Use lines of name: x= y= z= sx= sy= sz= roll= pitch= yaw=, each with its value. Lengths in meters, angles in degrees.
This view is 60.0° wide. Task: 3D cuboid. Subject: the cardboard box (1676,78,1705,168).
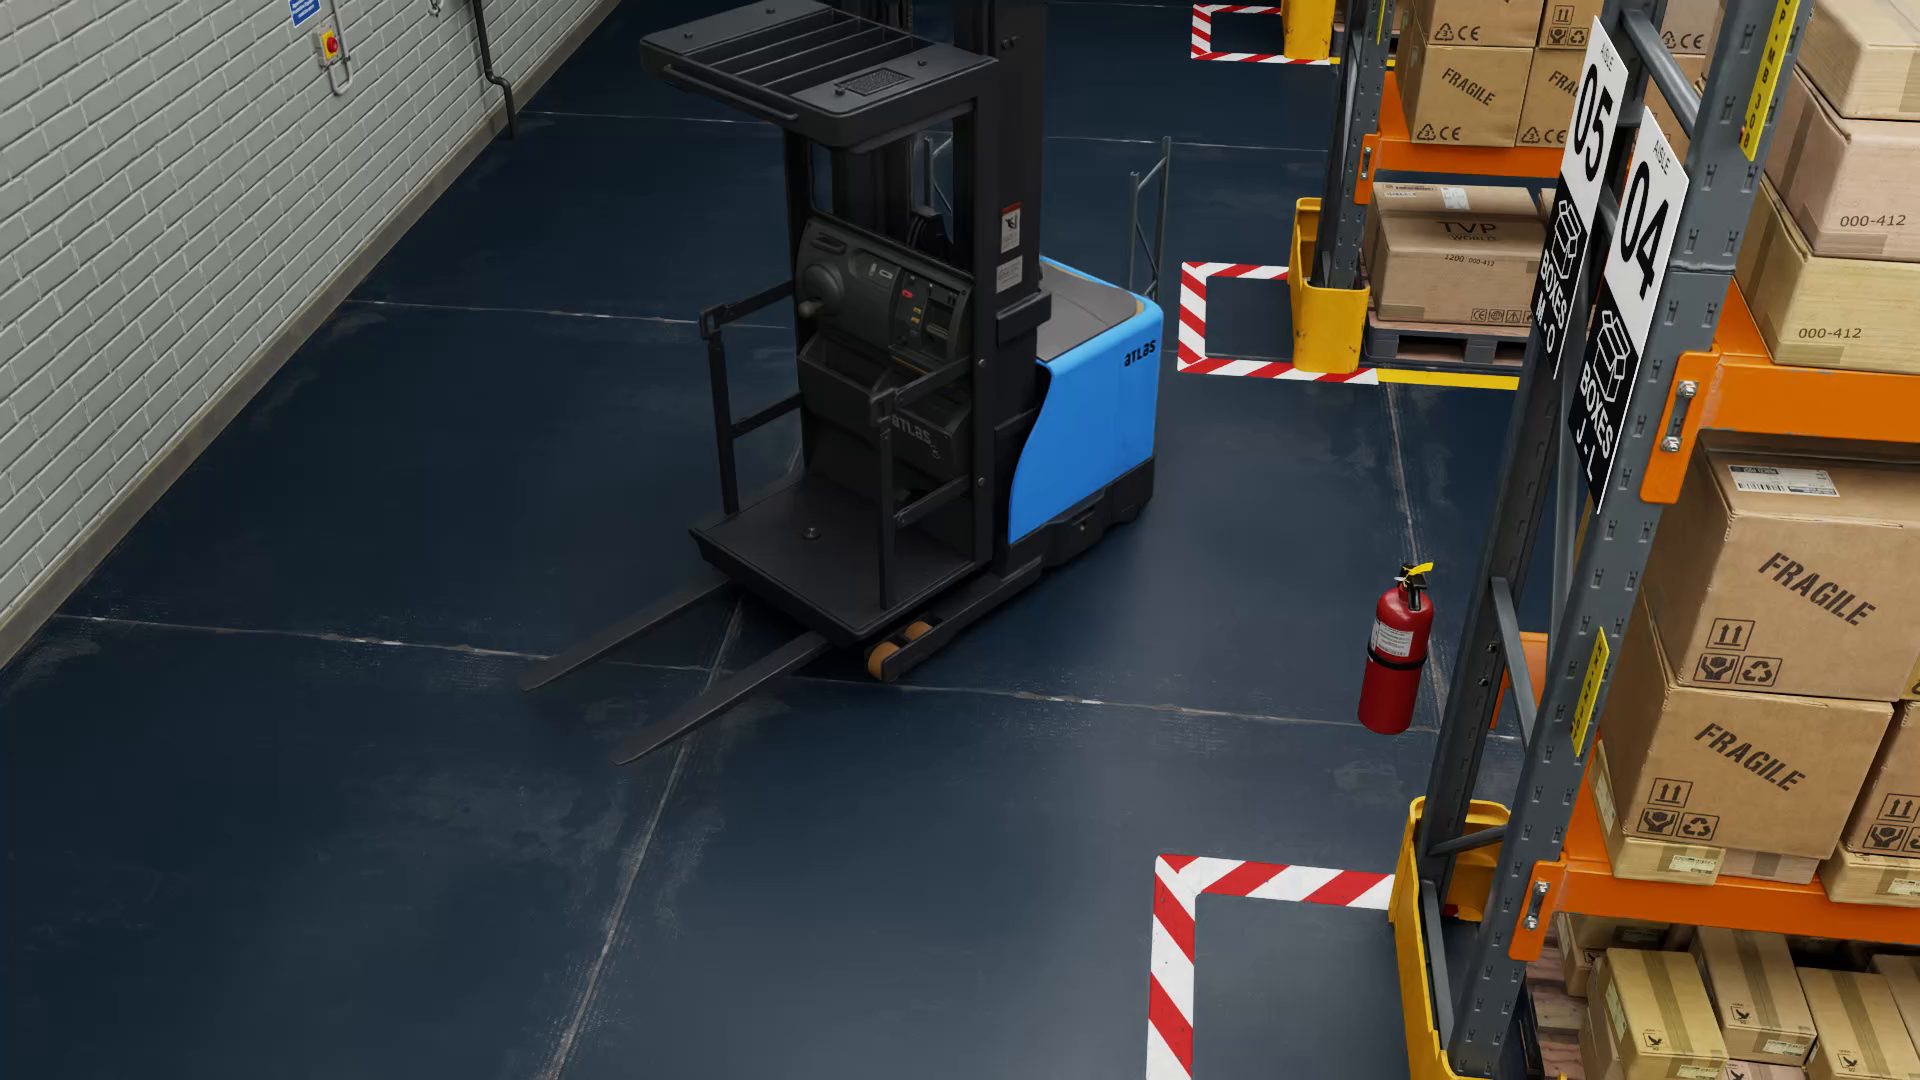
cardboard box: x=2.036 y=-0.880 z=3.948 sx=0.500 sy=0.250 sz=0.500 roll=4 pitch=36 yaw=5

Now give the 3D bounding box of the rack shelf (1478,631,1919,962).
rack shelf: x=3.535 y=0.839 z=4.611 sx=4.000 sy=0.370 sz=1.077 roll=4 pitch=36 yaw=6

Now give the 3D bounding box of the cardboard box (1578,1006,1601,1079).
cardboard box: x=2.030 y=1.611 z=5.003 sx=0.250 sy=0.149 sz=0.380 roll=5 pitch=36 yaw=7

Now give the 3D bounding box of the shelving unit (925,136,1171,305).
shelving unit: x=0.415 y=-1.281 z=8.253 sx=1.048 sy=1.500 sz=0.538 roll=15 pitch=38 yaw=20

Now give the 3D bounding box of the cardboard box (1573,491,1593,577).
cardboard box: x=2.030 y=0.122 z=4.655 sx=0.500 sy=0.500 sz=0.500 roll=5 pitch=36 yaw=7

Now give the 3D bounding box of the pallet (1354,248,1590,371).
pallet: x=2.884 y=-1.312 z=9.406 sx=1.213 sy=0.211 sz=1.003 roll=4 pitch=36 yaw=6

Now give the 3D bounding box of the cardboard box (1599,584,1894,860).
cardboard box: x=1.961 y=0.429 z=4.224 sx=0.500 sy=0.500 sz=0.500 roll=6 pitch=36 yaw=8

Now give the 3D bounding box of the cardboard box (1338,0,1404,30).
cardboard box: x=3.304 y=-4.376 z=13.087 sx=0.637 sy=0.503 sz=0.797 roll=3 pitch=36 yaw=4

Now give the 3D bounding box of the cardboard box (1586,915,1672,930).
cardboard box: x=2.108 y=1.039 z=5.292 sx=0.250 sy=0.149 sz=0.380 roll=5 pitch=36 yaw=7

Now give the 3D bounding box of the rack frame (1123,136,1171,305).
rack frame: x=0.878 y=-1.159 z=8.082 sx=0.032 sy=1.500 sz=0.500 roll=15 pitch=38 yaw=20

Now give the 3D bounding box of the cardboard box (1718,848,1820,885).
cardboard box: x=2.088 y=0.709 z=4.391 sx=0.250 sy=0.149 sz=0.380 roll=5 pitch=36 yaw=8

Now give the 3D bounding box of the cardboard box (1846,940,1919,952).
cardboard box: x=2.872 y=1.092 z=5.218 sx=0.250 sy=0.149 sz=0.380 roll=3 pitch=36 yaw=4

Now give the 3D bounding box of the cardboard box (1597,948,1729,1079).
cardboard box: x=2.027 y=1.381 z=4.814 sx=0.250 sy=0.149 sz=0.380 roll=3 pitch=36 yaw=4

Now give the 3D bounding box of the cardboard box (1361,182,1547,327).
cardboard box: x=2.749 y=-1.598 z=9.251 sx=0.875 sy=0.438 sz=0.875 roll=3 pitch=36 yaw=4

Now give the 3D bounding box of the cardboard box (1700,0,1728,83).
cardboard box: x=2.040 y=-1.077 z=3.794 sx=0.500 sy=0.250 sz=0.500 roll=3 pitch=36 yaw=4

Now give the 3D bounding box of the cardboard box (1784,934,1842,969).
cardboard box: x=2.627 y=1.179 z=5.352 sx=0.250 sy=0.149 sz=0.380 roll=3 pitch=36 yaw=4

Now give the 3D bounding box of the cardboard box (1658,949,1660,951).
cardboard box: x=2.368 y=1.268 z=5.484 sx=0.250 sy=0.149 sz=0.380 roll=5 pitch=36 yaw=7

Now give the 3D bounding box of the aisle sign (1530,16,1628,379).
aisle sign: x=1.517 y=-0.838 z=4.104 sx=0.004 sy=0.787 sz=0.394 roll=4 pitch=36 yaw=6

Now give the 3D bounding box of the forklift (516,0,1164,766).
forklift: x=-0.465 y=-0.939 z=6.542 sx=1.130 sy=2.935 sz=3.031 roll=29 pitch=45 yaw=34

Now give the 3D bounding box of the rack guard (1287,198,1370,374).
rack guard: x=2.057 y=-1.445 z=9.345 sx=0.348 sy=0.500 sz=1.175 roll=4 pitch=36 yaw=6

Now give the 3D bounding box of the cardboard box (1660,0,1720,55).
cardboard box: x=3.546 y=-2.641 z=7.922 sx=0.500 sy=0.500 sz=0.500 roll=4 pitch=36 yaw=6

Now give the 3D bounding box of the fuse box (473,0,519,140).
fuse box: x=-3.102 y=-3.540 z=11.237 sx=0.414 sy=1.711 sz=0.539 roll=4 pitch=36 yaw=6

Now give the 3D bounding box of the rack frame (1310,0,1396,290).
rack frame: x=2.081 y=-2.461 z=8.616 sx=0.127 sy=3.000 sz=1.000 roll=4 pitch=36 yaw=6

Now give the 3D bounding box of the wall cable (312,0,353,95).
wall cable: x=-3.514 y=-3.291 z=8.878 sx=0.123 sy=1.953 sz=0.585 roll=4 pitch=36 yaw=6

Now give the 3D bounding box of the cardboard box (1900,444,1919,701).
cardboard box: x=2.464 y=0.050 z=3.895 sx=0.500 sy=0.500 sz=0.500 roll=5 pitch=36 yaw=7

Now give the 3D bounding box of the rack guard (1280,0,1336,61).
rack guard: x=2.785 y=-4.298 z=13.342 sx=0.348 sy=0.500 sz=1.175 roll=4 pitch=36 yaw=6

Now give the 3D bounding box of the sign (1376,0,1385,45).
sign: x=2.005 y=-2.526 z=7.894 sx=0.005 sy=0.325 sz=0.100 roll=4 pitch=36 yaw=6

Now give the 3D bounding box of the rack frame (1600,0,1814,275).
rack frame: x=1.551 y=-2.043 z=2.867 sx=0.127 sy=3.000 sz=1.000 roll=4 pitch=36 yaw=6

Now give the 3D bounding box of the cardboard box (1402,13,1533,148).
cardboard box: x=2.521 y=-2.301 z=8.305 sx=0.500 sy=0.500 sz=0.500 roll=4 pitch=36 yaw=6

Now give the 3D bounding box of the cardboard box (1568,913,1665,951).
cardboard box: x=2.111 y=1.142 z=5.405 sx=0.250 sy=0.149 sz=0.380 roll=3 pitch=36 yaw=5

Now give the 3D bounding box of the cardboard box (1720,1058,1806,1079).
cardboard box: x=2.302 y=1.507 z=4.894 sx=0.250 sy=0.149 sz=0.380 roll=4 pitch=36 yaw=6

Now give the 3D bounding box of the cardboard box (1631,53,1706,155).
cardboard box: x=3.528 y=-2.231 z=8.208 sx=0.500 sy=0.500 sz=0.500 roll=4 pitch=36 yaw=6

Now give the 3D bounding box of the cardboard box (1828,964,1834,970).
cardboard box: x=2.865 y=1.348 z=5.372 sx=0.250 sy=0.149 sz=0.380 roll=5 pitch=36 yaw=6

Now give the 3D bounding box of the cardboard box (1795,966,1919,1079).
cardboard box: x=2.550 y=1.424 z=4.753 sx=0.250 sy=0.149 sz=0.380 roll=4 pitch=36 yaw=6

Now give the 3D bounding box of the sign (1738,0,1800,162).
sign: x=1.482 y=-0.865 z=3.046 sx=0.005 sy=0.325 sz=0.100 roll=4 pitch=36 yaw=6

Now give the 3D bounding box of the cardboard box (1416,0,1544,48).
cardboard box: x=2.521 y=-2.709 z=8.017 sx=0.500 sy=0.500 sz=0.500 roll=4 pitch=36 yaw=5
